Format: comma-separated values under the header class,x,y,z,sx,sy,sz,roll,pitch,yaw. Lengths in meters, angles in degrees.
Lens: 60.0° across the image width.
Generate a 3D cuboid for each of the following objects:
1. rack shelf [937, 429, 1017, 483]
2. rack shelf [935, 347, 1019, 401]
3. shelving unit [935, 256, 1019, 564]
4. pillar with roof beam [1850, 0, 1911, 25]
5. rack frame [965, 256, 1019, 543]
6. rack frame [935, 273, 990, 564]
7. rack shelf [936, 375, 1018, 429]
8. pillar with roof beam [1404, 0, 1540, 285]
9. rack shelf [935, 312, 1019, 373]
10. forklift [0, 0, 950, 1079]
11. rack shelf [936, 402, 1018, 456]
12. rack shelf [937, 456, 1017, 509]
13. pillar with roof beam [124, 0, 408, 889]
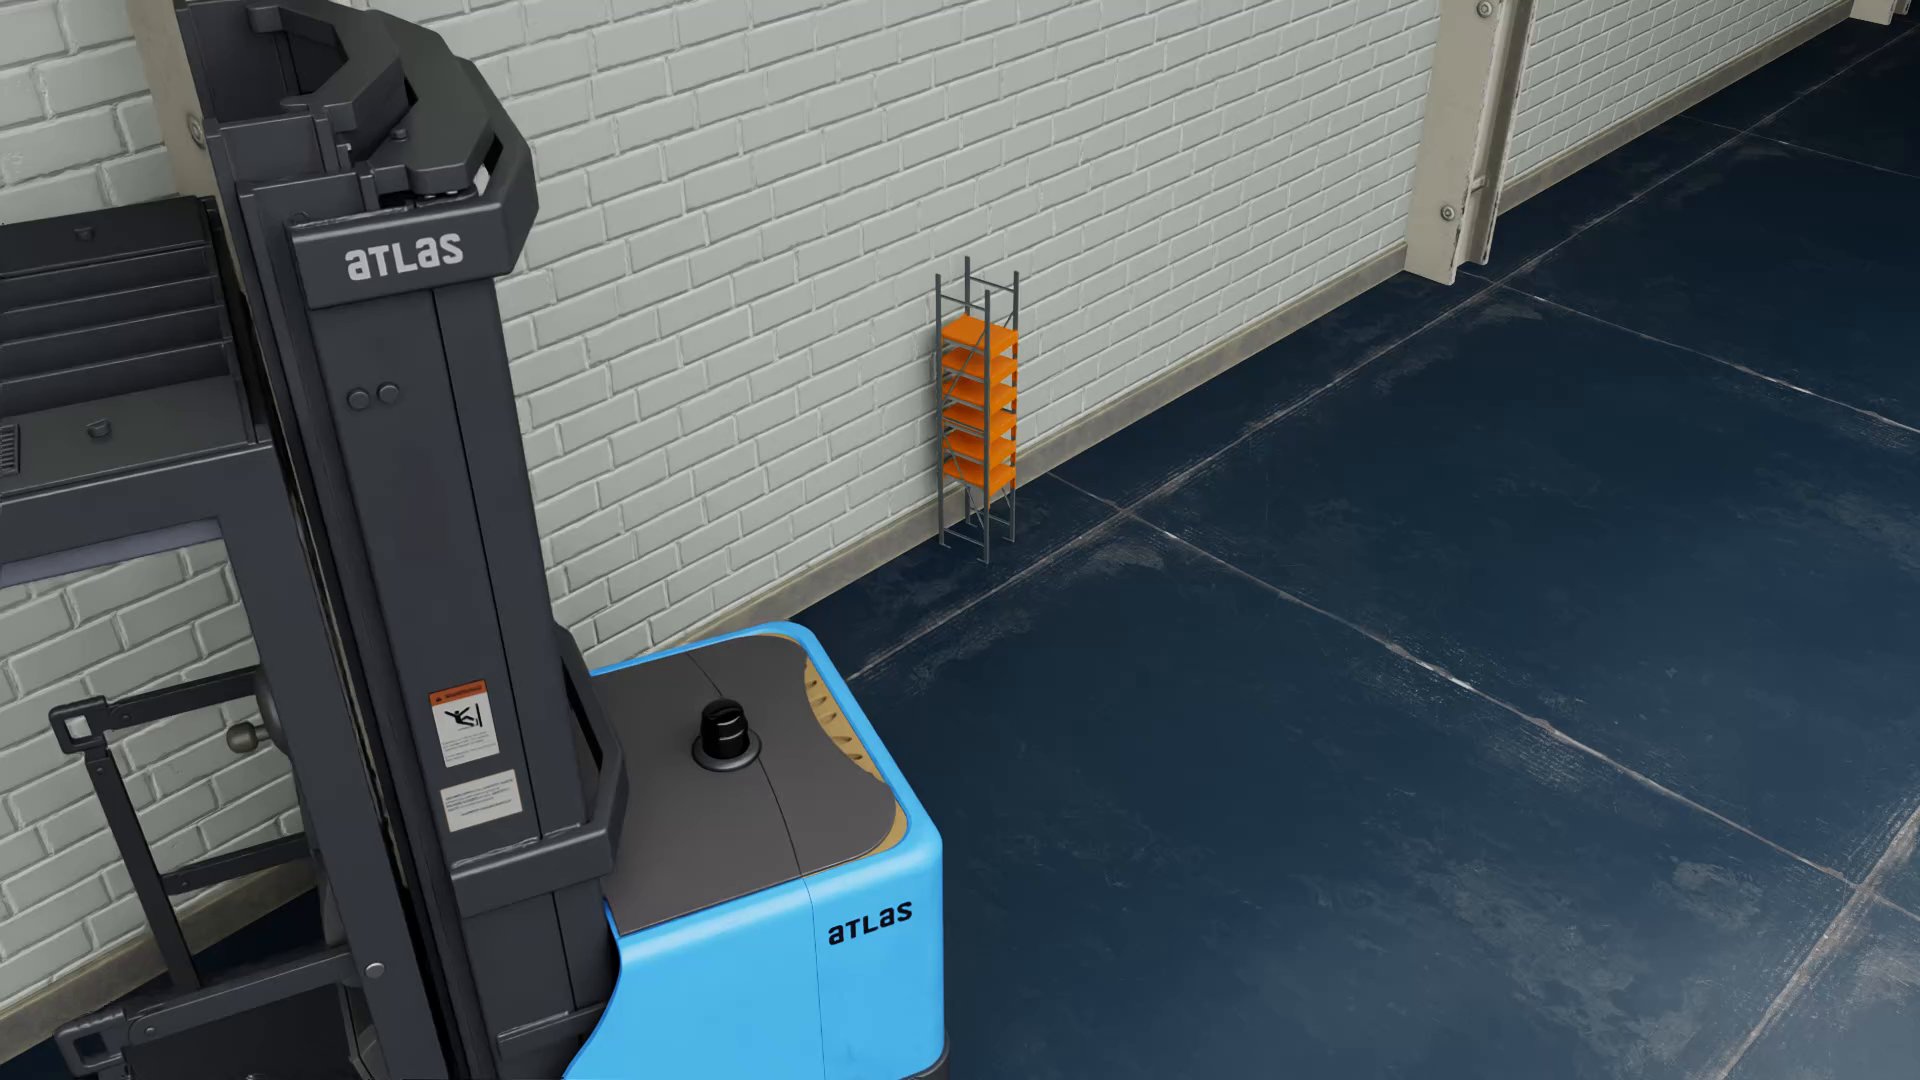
class,x,y,z,sx,sy,sz,roll,pitch,yaw
rack shelf,0.066,-0.344,6.481,0.258,0.103,0.180,22,41,29
rack shelf,0.065,-0.639,6.275,0.258,0.103,0.180,22,41,29
shelving unit,0.065,-0.479,6.387,0.258,1.200,0.189,22,41,29
pillar with roof beam,9.855,-5.857,7.281,9.100,9.000,0.400,30,45,35
rack frame,0.119,-0.522,6.448,0.240,1.200,0.006,22,41,29
rack frame,0.012,-0.436,6.326,0.240,1.200,0.006,22,41,29
rack shelf,0.065,-0.541,6.344,0.258,0.103,0.180,22,41,29
pillar with roof beam,5.627,-3.421,3.788,9.100,9.000,0.400,30,45,35
rack shelf,0.064,-0.738,6.206,0.258,0.103,0.180,22,41,29
forklift,-1.587,0.485,3.493,3.031,2.935,1.130,-15,38,-20
rack shelf,0.065,-0.442,6.412,0.258,0.103,0.180,22,41,29
rack shelf,0.066,-0.246,6.550,0.258,0.103,0.180,22,41,29
pillar with roof beam,1.400,-0.985,0.296,9.100,9.000,0.400,30,45,35
